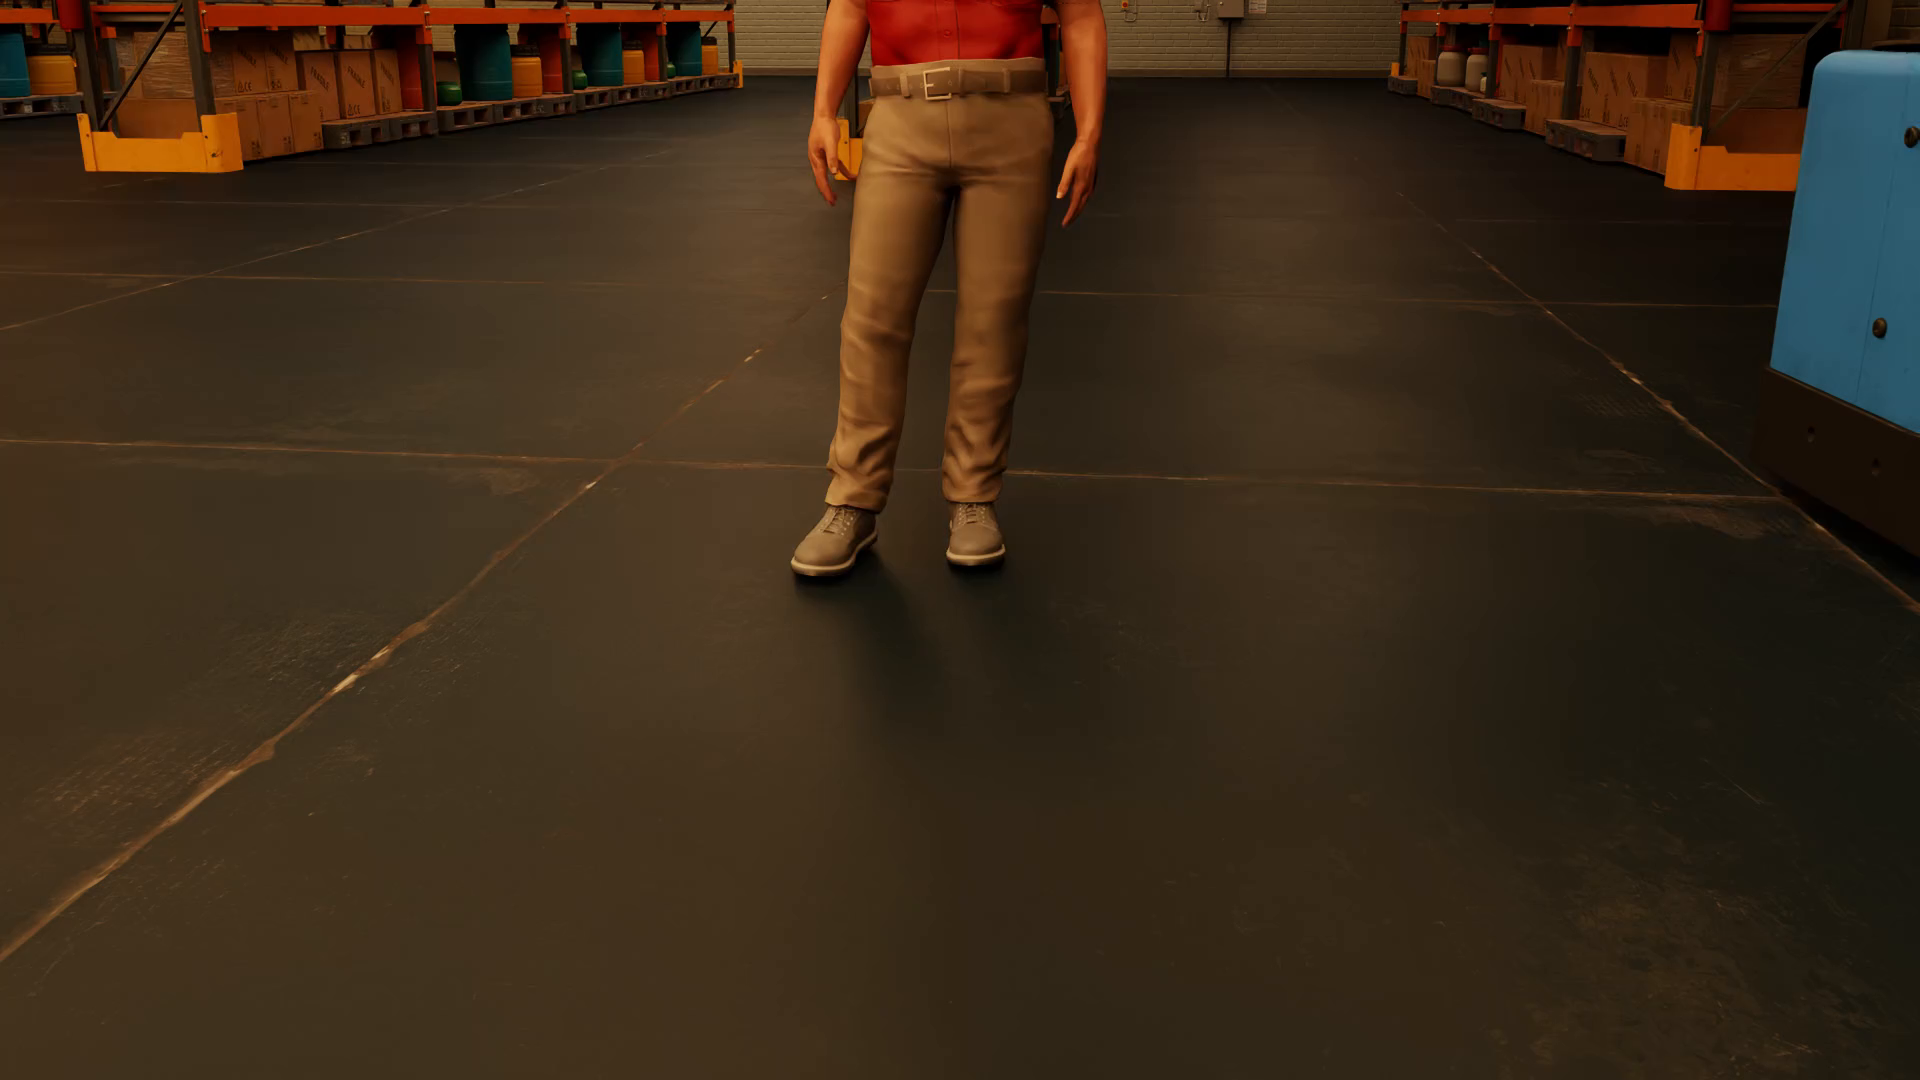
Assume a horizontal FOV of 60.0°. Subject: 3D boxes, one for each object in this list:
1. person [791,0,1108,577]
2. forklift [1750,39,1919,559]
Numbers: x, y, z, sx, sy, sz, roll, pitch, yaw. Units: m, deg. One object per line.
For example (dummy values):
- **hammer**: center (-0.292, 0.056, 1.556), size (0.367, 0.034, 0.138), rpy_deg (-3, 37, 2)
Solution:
- **person**: center (-0.022, -0.805, 3.480), size (0.642, 1.727, 0.550), rpy_deg (2, 18, 7)
- **forklift**: center (3.518, -1.393, 3.370), size (3.031, 2.935, 1.130), rpy_deg (0, 17, 1)
